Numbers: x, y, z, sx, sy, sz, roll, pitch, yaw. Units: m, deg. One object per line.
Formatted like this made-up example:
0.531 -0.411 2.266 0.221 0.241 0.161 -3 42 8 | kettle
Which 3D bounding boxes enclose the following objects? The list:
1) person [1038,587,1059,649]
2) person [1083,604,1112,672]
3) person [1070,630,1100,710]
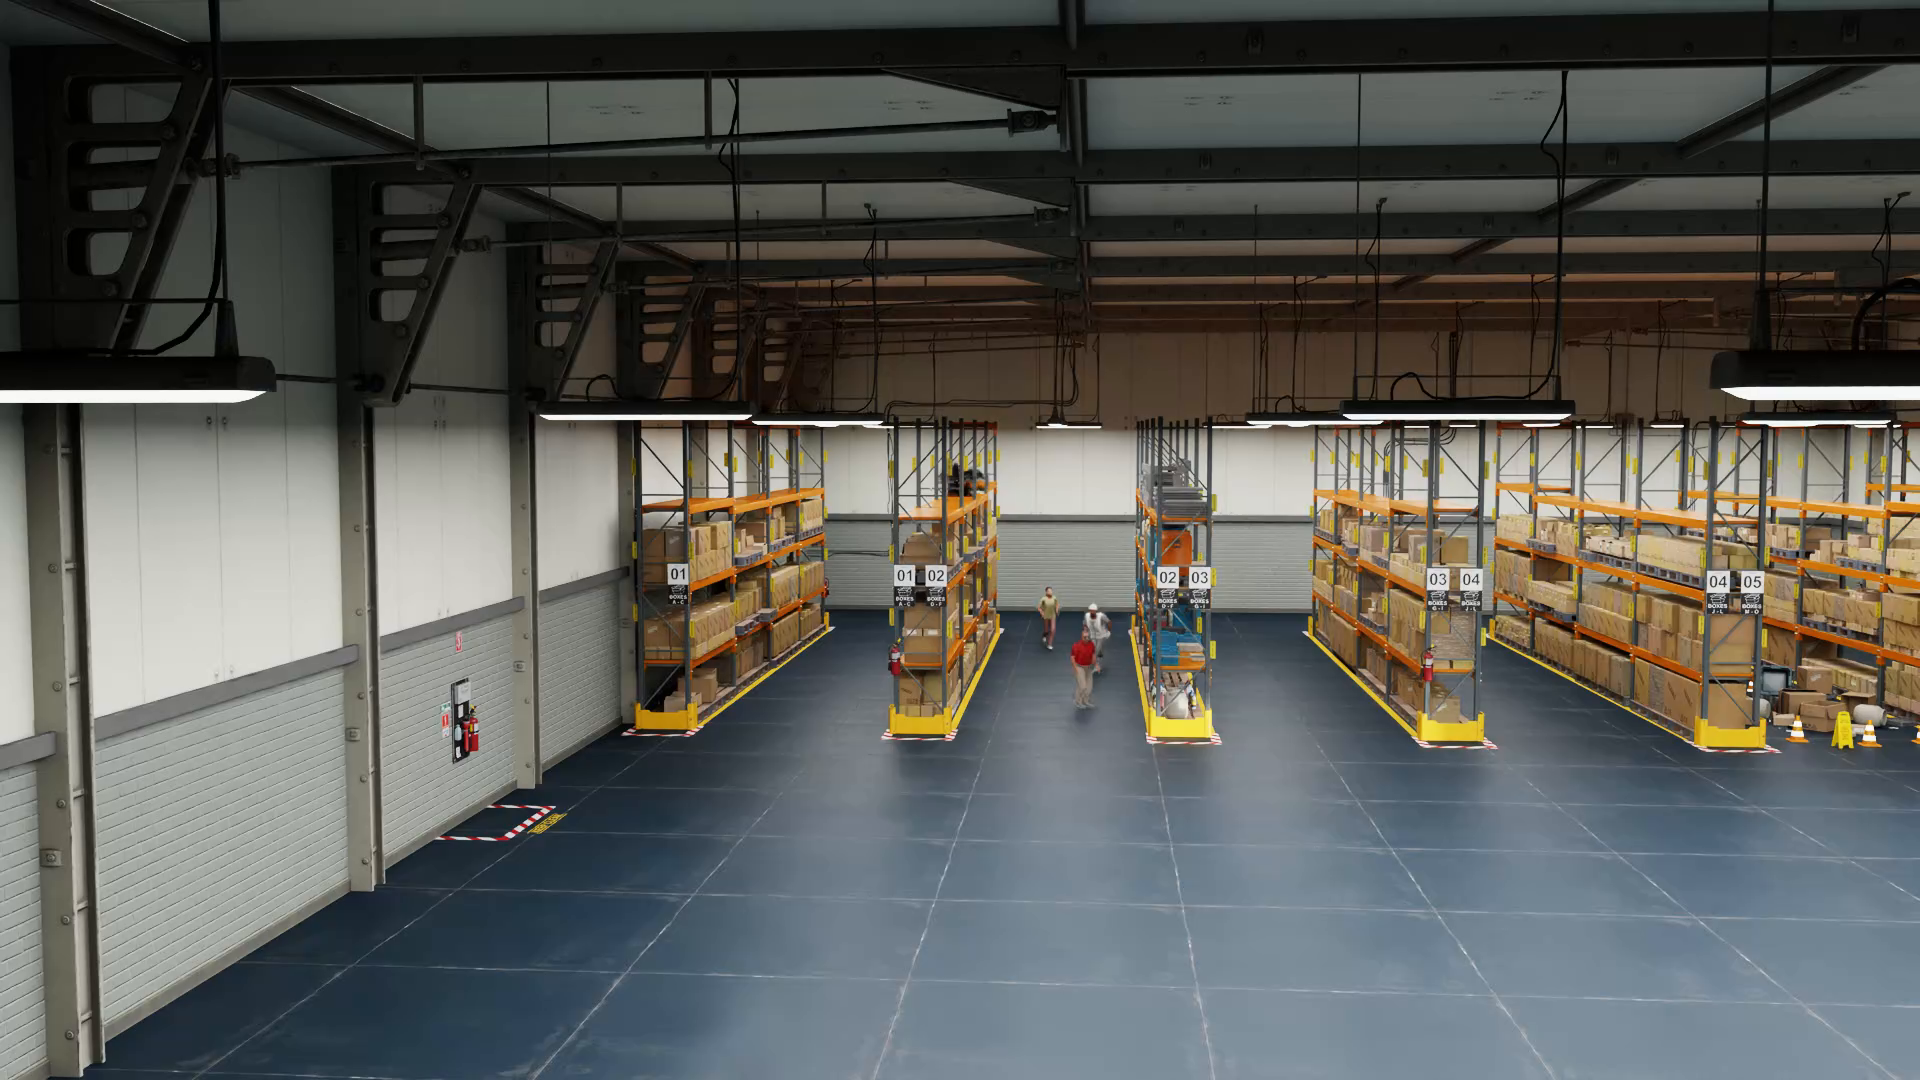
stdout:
2.346 2.050 43.964 0.592 1.633 0.764 -1 4 -9 | person
3.281 2.318 39.633 0.688 1.648 0.867 1 4 20 | person
2.542 2.665 34.316 0.664 1.670 0.570 -3 5 -37 | person
